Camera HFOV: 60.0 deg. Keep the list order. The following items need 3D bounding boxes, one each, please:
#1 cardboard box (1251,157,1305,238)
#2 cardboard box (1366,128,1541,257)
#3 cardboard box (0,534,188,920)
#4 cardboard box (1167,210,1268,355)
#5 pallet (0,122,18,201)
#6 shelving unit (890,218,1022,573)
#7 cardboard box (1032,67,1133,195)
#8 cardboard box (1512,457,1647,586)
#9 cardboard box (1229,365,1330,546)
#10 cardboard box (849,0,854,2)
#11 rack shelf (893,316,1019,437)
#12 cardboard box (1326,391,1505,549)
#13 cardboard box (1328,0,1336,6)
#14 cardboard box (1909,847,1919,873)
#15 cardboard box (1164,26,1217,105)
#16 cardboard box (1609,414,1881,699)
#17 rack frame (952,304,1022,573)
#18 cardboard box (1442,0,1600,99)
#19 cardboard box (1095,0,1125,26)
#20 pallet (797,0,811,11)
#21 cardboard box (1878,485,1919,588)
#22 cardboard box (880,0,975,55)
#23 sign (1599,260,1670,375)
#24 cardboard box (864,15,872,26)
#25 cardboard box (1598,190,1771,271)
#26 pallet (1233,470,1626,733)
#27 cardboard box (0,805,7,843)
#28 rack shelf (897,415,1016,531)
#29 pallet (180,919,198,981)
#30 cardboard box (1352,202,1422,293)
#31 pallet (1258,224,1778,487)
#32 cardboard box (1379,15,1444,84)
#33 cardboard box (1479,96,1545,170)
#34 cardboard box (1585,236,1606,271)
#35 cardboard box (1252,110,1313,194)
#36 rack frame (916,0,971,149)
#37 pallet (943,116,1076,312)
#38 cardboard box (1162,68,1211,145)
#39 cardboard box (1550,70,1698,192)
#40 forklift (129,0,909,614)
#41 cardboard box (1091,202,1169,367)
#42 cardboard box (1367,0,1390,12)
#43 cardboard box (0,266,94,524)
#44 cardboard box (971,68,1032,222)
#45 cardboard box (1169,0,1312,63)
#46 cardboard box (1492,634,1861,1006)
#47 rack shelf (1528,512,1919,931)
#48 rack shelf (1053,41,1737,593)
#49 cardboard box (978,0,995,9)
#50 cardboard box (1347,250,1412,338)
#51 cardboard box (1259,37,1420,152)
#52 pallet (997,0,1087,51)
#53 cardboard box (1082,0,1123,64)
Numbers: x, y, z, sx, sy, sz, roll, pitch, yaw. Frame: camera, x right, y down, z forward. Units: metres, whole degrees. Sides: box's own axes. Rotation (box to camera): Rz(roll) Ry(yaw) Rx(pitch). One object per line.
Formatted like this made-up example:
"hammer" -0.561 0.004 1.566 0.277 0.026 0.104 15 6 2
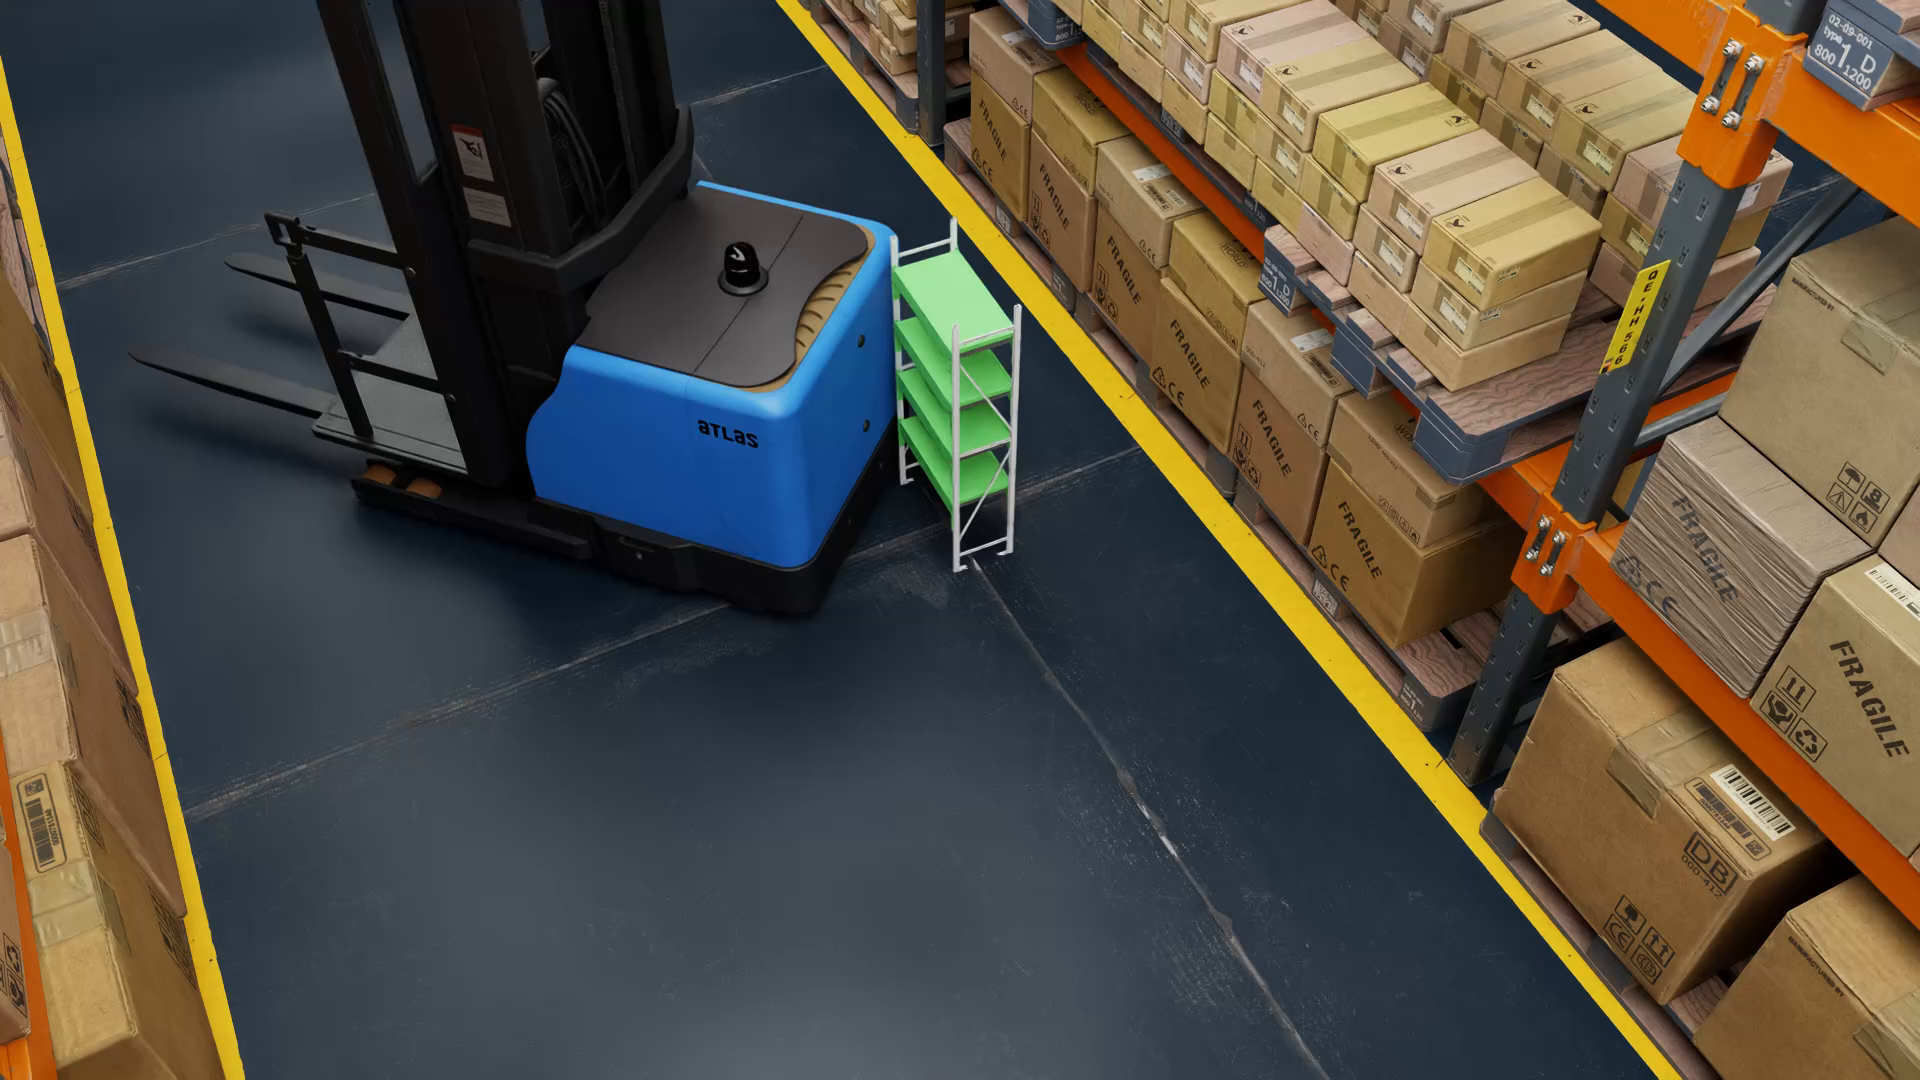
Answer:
"cardboard box" 1.129 -1.106 5.113 0.380 0.149 0.250 -22 52 -18
"cardboard box" 1.360 -0.962 4.592 0.380 0.149 0.250 -22 52 -18
"cardboard box" -3.050 0.762 4.723 1.225 0.875 0.875 -21 52 -17
"cardboard box" 1.099 -0.981 5.999 0.500 0.250 0.500 -20 52 -17
"pallet" -5.023 -1.844 7.722 1.003 0.211 1.213 -21 52 -18
"shelving unit" -0.018 -0.483 5.875 0.258 1.200 0.503 -19 52 -16
"cardboard box" 0.623 -1.670 6.601 0.500 0.250 0.500 -20 52 -17
"cardboard box" 2.008 -0.248 5.856 0.500 0.500 0.500 -23 53 -19
"cardboard box" 1.337 -0.386 5.977 0.500 0.500 0.500 -19 52 -16
"cardboard box" -0.426 -2.798 8.122 0.380 0.149 0.250 -23 53 -19
"rack shelf" -0.018 -0.598 5.742 0.258 0.148 0.480 -19 52 -16
"cardboard box" 1.559 -0.302 5.404 0.500 0.250 0.500 -22 52 -18
"cardboard box" 1.344 -1.959 5.661 0.380 0.149 0.250 -19 52 -16
"cardboard box" 2.536 0.666 3.609 0.500 0.500 0.500 -21 52 -18
"cardboard box" 0.882 -1.562 5.313 0.380 0.149 0.250 -20 52 -17
"cardboard box" 2.070 -0.011 4.201 0.500 0.500 0.500 -21 52 -17
"rack frame" 0.085 -0.316 5.729 0.240 1.200 0.015 -19 52 -16
"cardboard box" 1.711 -1.521 5.081 0.380 0.149 0.250 -23 53 -19
"cardboard box" 0.650 -1.904 5.613 0.380 0.149 0.250 -22 52 -18
"pallet" -0.627 -3.386 9.071 1.003 0.211 1.213 -21 52 -18
"cardboard box" 2.534 -0.092 3.607 0.700 0.500 0.500 -22 52 -18
"cardboard box" -0.153 -2.448 7.816 0.380 0.149 0.250 -20 52 -17
"sign" 1.626 -0.534 4.007 0.100 0.325 0.005 -21 52 -18
"cardboard box" -0.253 -2.597 8.143 0.380 0.149 0.250 -20 52 -17
"cardboard box" 2.062 -0.918 4.750 0.380 0.149 0.250 -19 52 -16
"pallet" 1.748 0.023 6.090 1.003 0.211 1.213 -21 52 -18
"cardboard box" -2.570 0.473 3.777 0.500 0.500 0.500 -22 53 -18
"rack shelf" -0.018 -0.282 6.104 0.258 0.148 0.480 -19 52 -16
"pallet" -2.646 1.633 4.681 1.003 0.211 1.213 -21 52 -18
"cardboard box" 1.350 -0.877 4.715 0.380 0.149 0.250 -19 52 -16
"pallet" 1.684 -0.749 5.040 1.213 0.211 1.003 -21 52 -18
"cardboard box" 1.582 -1.612 5.357 0.380 0.149 0.250 -21 52 -17
"cardboard box" 1.811 -1.276 5.064 0.380 0.149 0.250 -23 53 -19
"cardboard box" 1.957 -0.976 4.999 0.380 0.149 0.250 -19 51 -16
"cardboard box" 1.113 -1.220 5.015 0.380 0.149 0.250 -21 52 -17
"rack frame" 0.274 -3.049 6.924 1.000 3.000 0.127 -21 52 -18
"pallet" 0.632 -1.610 7.518 1.003 0.211 1.213 -21 52 -18
"cardboard box" 0.888 -1.460 5.422 0.380 0.149 0.250 -20 52 -16
"cardboard box" 1.940 -1.178 4.780 0.380 0.149 0.250 -22 53 -18
"forklift" -1.768 -1.397 5.525 3.031 2.935 1.130 16 51 13
"cardboard box" 0.872 -1.079 6.583 0.500 0.500 0.500 -20 52 -17
"cardboard box" 1.463 -1.878 5.393 0.380 0.149 0.250 -20 52 -16
"cardboard box" -3.872 -0.426 5.762 1.225 0.875 0.875 -21 52 -17
"cardboard box" 0.377 -1.778 7.194 0.500 0.500 0.500 -19 52 -16
"cardboard box" 0.883 -1.660 5.201 0.380 0.149 0.250 -19 51 -16
"cardboard box" 2.303 0.669 4.888 1.050 0.750 0.750 -22 52 -18
"rack shelf" 3.020 1.204 3.682 1.077 0.370 4.000 -21 52 -18
"rack shelf" 1.189 -1.474 6.024 1.077 0.370 4.000 -21 52 -18
"cardboard box" 0.272 -2.781 8.305 0.380 0.149 0.250 -20 52 -16
"cardboard box" 1.358 -0.766 4.815 0.380 0.149 0.250 -21 52 -18
"cardboard box" 1.114 -1.315 4.900 0.380 0.149 0.250 -20 52 -16
"pallet" 0.495 -2.424 6.505 1.003 0.211 1.213 -21 52 -18
"cardboard box" 0.648 -1.810 5.729 0.380 0.149 0.250 -22 52 -18
